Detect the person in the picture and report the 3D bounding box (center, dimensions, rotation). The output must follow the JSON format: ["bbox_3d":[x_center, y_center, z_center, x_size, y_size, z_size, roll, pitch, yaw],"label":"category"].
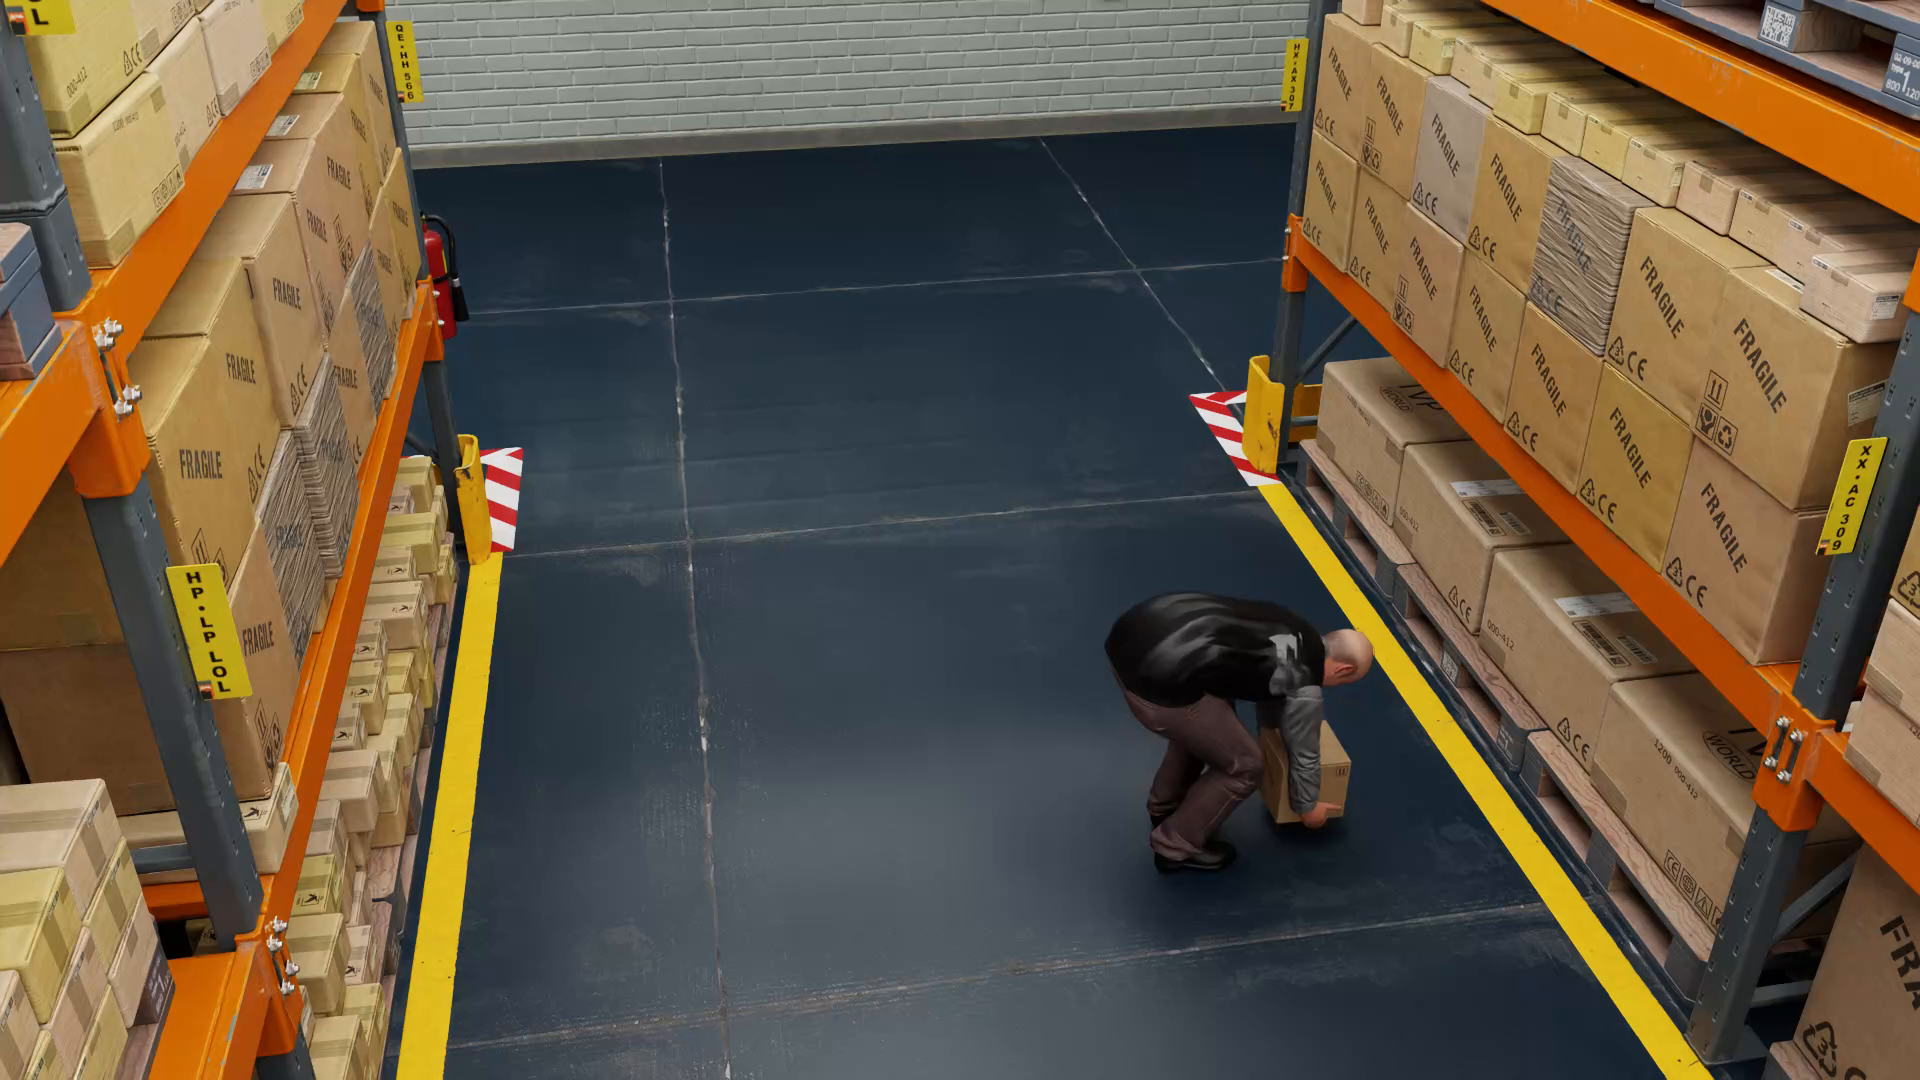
[{"bbox_3d":[0.972,0.623,5.793,0.948,1.015,0.490,-7,31,-11],"label":"person"}]
